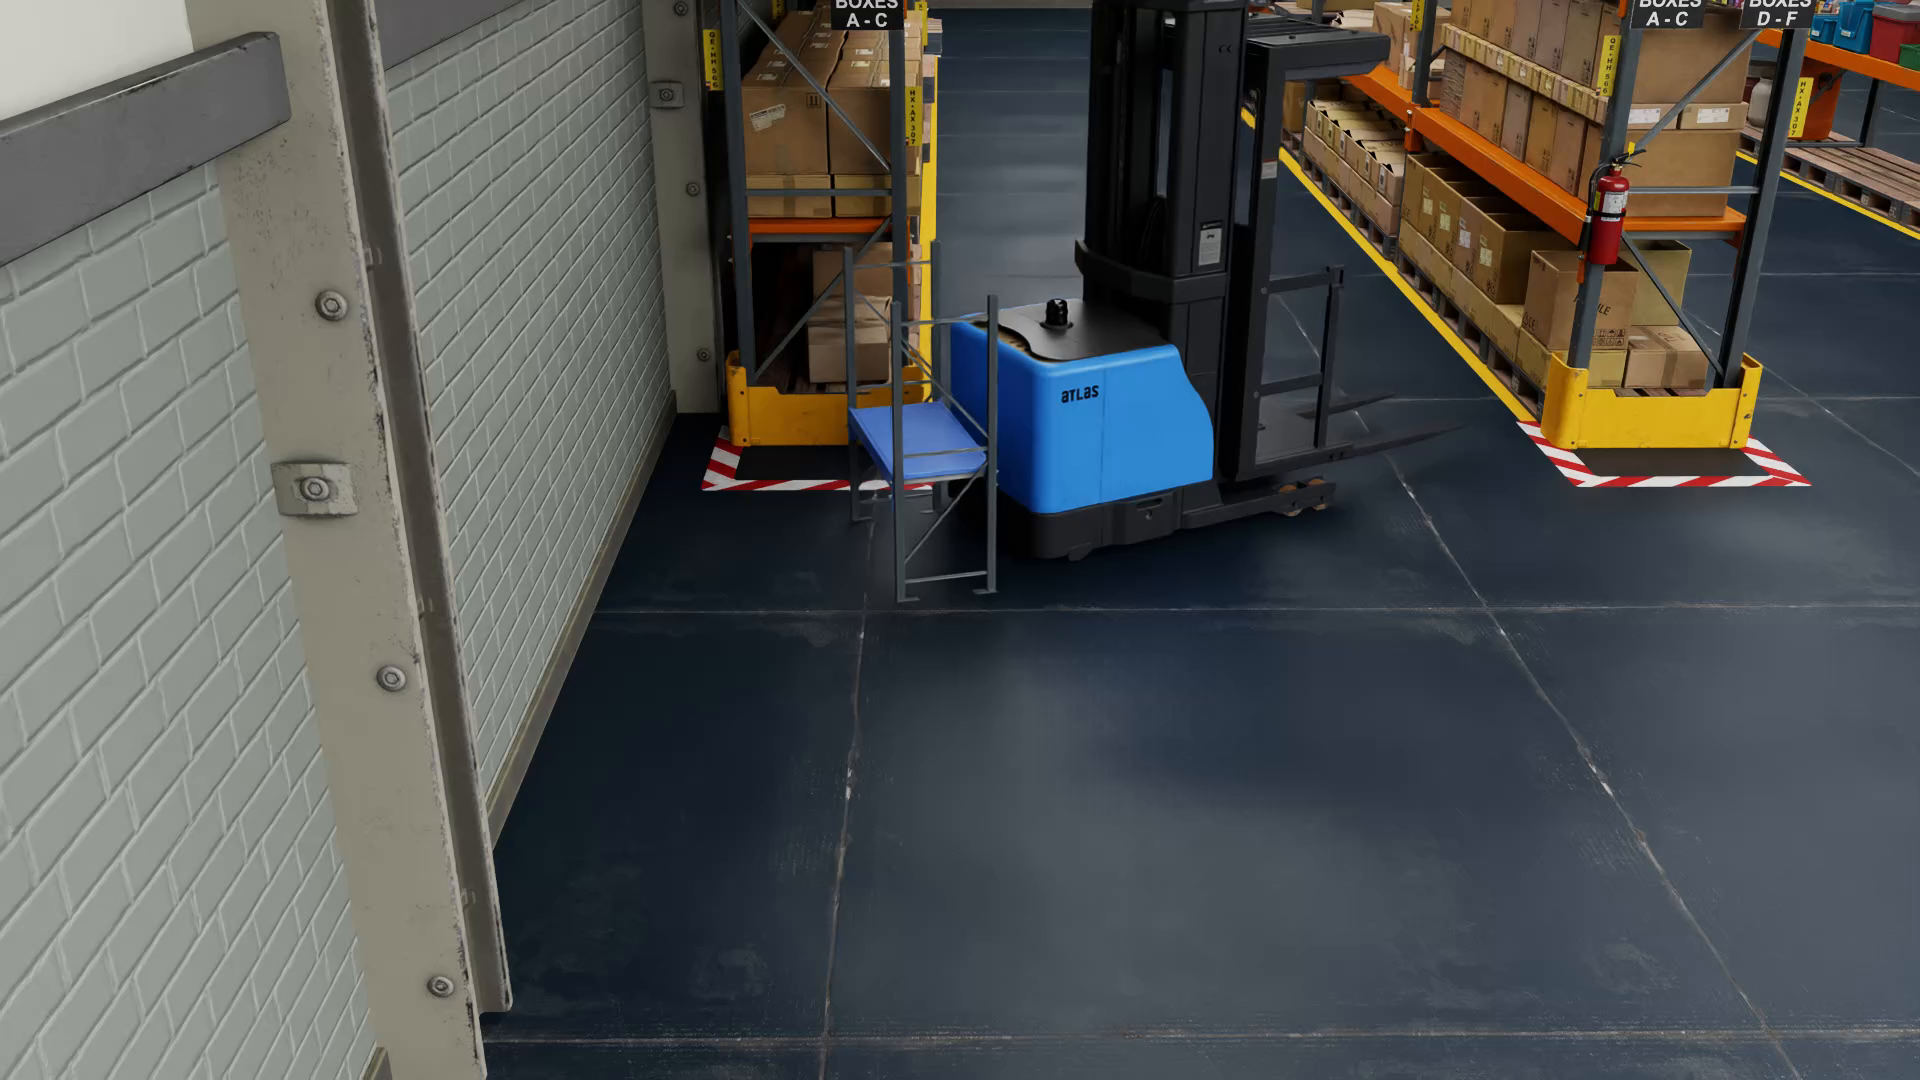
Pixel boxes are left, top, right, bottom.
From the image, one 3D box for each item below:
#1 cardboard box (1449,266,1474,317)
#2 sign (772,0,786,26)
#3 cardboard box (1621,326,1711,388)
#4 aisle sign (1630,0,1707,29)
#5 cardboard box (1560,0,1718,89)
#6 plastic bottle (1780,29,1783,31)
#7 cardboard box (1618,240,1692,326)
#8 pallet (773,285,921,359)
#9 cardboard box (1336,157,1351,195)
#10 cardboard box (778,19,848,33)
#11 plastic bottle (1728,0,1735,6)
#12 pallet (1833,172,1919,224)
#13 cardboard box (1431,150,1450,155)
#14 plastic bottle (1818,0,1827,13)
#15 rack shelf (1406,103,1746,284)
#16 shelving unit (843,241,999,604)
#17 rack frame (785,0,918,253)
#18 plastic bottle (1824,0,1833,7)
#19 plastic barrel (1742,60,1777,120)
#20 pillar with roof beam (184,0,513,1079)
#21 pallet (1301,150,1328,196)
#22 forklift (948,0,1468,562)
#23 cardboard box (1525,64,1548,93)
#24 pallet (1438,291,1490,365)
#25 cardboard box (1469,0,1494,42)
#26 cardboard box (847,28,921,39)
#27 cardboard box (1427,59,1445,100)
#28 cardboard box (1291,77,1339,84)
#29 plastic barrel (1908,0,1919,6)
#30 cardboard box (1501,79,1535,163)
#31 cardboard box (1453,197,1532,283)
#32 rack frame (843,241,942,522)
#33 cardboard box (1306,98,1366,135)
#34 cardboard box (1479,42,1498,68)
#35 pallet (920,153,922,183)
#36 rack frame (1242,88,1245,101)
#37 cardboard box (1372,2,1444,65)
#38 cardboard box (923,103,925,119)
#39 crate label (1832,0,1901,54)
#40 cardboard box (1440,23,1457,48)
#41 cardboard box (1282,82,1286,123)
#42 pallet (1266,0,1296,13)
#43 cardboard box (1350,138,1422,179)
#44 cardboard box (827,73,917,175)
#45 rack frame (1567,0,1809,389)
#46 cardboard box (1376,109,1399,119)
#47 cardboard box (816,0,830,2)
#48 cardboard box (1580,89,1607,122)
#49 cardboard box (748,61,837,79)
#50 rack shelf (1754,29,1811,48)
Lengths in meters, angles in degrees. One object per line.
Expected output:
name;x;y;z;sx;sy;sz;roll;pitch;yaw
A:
cardboard box;3.820;-1.771;11.854;0.500;0.250;0.500;0;24;-1
sign;-1.403;-4.143;12.866;0.100;0.325;0.005;0;24;-1
cardboard box;4.366;-1.156;10.492;0.500;0.250;0.500;0;24;-1
aisle sign;3.856;-3.151;8.923;0.394;0.787;0.004;0;24;-1
cardboard box;4.145;-3.063;10.186;0.700;0.500;0.500;-1;24;-2
plastic bottle;8.584;-5.424;17.244;0.061;0.283;0.133;0;24;-1
cardboard box;4.359;-1.703;10.793;0.500;0.500;0.500;0;24;-1
pallet;-0.789;-1.569;11.962;1.003;0.211;1.213;0;24;-1
cardboard box;3.797;-3.380;15.411;0.500;0.250;0.500;0;24;1
cardboard box;-1.049;-3.494;12.084;0.500;0.500;0.500;0;24;-1
plastic bottle;8.612;-5.991;18.417;0.144;0.351;0.185;0;24;-1
pallet;8.995;-3.221;15.616;1.003;0.211;1.213;0;24;-1
cardboard box;4.350;-3.215;14.365;0.500;0.311;0.500;-1;24;-1
plastic bottle;9.370;-5.780;18.032;0.061;0.283;0.133;0;24;-1
rack shelf;4.128;-2.492;11.492;1.077;0.370;4.000;0;24;-1
shelving unit;-0.208;-0.610;8.280;0.538;1.500;1.048;-7;25;-14
rack frame;-0.848;-3.620;13.113;1.000;3.000;0.127;0;24;-1
plastic bottle;9.294;-5.672;17.807;0.097;0.271;0.097;0;24;0
plastic barrel;8.980;-5.072;18.741;0.600;0.588;0.708;0;24;-1
pillar with roof beam;2.694;-2.536;3.438;9.100;9.000;0.400;0;24;-1
pallet;4.032;-3.682;16.634;1.003;0.211;1.213;0;24;-1
forklift;1.479;-1.643;8.825;3.031;2.935;1.130;-12;27;-25
cardboard box;3.939;-3.026;10.893;0.380;0.149;0.250;0;24;1
pallet;4.089;-1.541;11.901;1.003;0.211;1.213;0;24;-1
cardboard box;4.124;-3.889;12.013;0.700;0.500;0.500;0;24;-1
cardboard box;-0.527;-3.295;11.644;0.500;0.500;0.500;-1;24;-2
cardboard box;4.057;-3.778;13.645;0.500;0.250;0.500;1;24;3
cardboard box;3.812;-5.102;17.981;0.500;0.250;0.500;1;24;1
plastic barrel;9.240;-4.940;15.898;0.421;0.512;0.421;0;24;0
cardboard box;4.137;-2.871;11.337;0.700;0.500;0.500;0;24;1
cardboard box;3.816;-2.113;11.699;0.500;0.500;0.500;0;24;-1
rack frame;-0.345;-0.812;8.726;0.500;1.500;0.032;-7;25;-14
cardboard box;3.774;-4.269;16.695;0.500;0.311;0.500;1;24;1
cardboard box;3.927;-3.452;11.834;0.380;0.149;0.250;-1;24;-2
pallet;-0.884;-3.675;16.620;1.003;0.211;1.213;0;24;-1
rack frame;4.018;-6.940;20.454;1.000;3.000;0.127;0;24;-1
cardboard box;4.097;-4.646;15.261;0.500;0.500;0.500;-2;24;-3
cardboard box;-0.771;-5.144;18.583;0.750;0.750;0.750;0;24;-1
crate label;8.756;-4.918;15.941;0.502;0.435;0.616;0;24;-1
cardboard box;3.915;-3.873;12.765;0.380;0.149;0.250;0;24;-1
cardboard box;3.812;-4.951;18.556;0.500;0.500;0.500;-1;24;-2
pallet;4.036;-6.006;18.621;1.003;0.211;1.213;0;24;-1
cardboard box;3.800;-3.423;14.825;0.500;0.311;0.500;0;24;-1
cardboard box;-0.509;-2.452;9.779;0.500;0.500;0.500;0;24;0
rack frame;4.149;-1.995;9.521;1.000;3.000;0.127;0;24;-1
cardboard box;4.326;-4.057;16.226;0.500;0.311;0.500;-1;24;-1
cardboard box;-0.818;-4.306;13.975;0.700;0.500;0.500;2;24;5
cardboard box;3.950;-2.601;9.952;0.380;0.149;0.250;0;24;1
cardboard box;-1.017;-2.655;10.227;0.500;0.500;0.500;0;24;0
rack shelf;8.993;-5.809;18.826;1.077;0.370;4.000;0;24;-1
